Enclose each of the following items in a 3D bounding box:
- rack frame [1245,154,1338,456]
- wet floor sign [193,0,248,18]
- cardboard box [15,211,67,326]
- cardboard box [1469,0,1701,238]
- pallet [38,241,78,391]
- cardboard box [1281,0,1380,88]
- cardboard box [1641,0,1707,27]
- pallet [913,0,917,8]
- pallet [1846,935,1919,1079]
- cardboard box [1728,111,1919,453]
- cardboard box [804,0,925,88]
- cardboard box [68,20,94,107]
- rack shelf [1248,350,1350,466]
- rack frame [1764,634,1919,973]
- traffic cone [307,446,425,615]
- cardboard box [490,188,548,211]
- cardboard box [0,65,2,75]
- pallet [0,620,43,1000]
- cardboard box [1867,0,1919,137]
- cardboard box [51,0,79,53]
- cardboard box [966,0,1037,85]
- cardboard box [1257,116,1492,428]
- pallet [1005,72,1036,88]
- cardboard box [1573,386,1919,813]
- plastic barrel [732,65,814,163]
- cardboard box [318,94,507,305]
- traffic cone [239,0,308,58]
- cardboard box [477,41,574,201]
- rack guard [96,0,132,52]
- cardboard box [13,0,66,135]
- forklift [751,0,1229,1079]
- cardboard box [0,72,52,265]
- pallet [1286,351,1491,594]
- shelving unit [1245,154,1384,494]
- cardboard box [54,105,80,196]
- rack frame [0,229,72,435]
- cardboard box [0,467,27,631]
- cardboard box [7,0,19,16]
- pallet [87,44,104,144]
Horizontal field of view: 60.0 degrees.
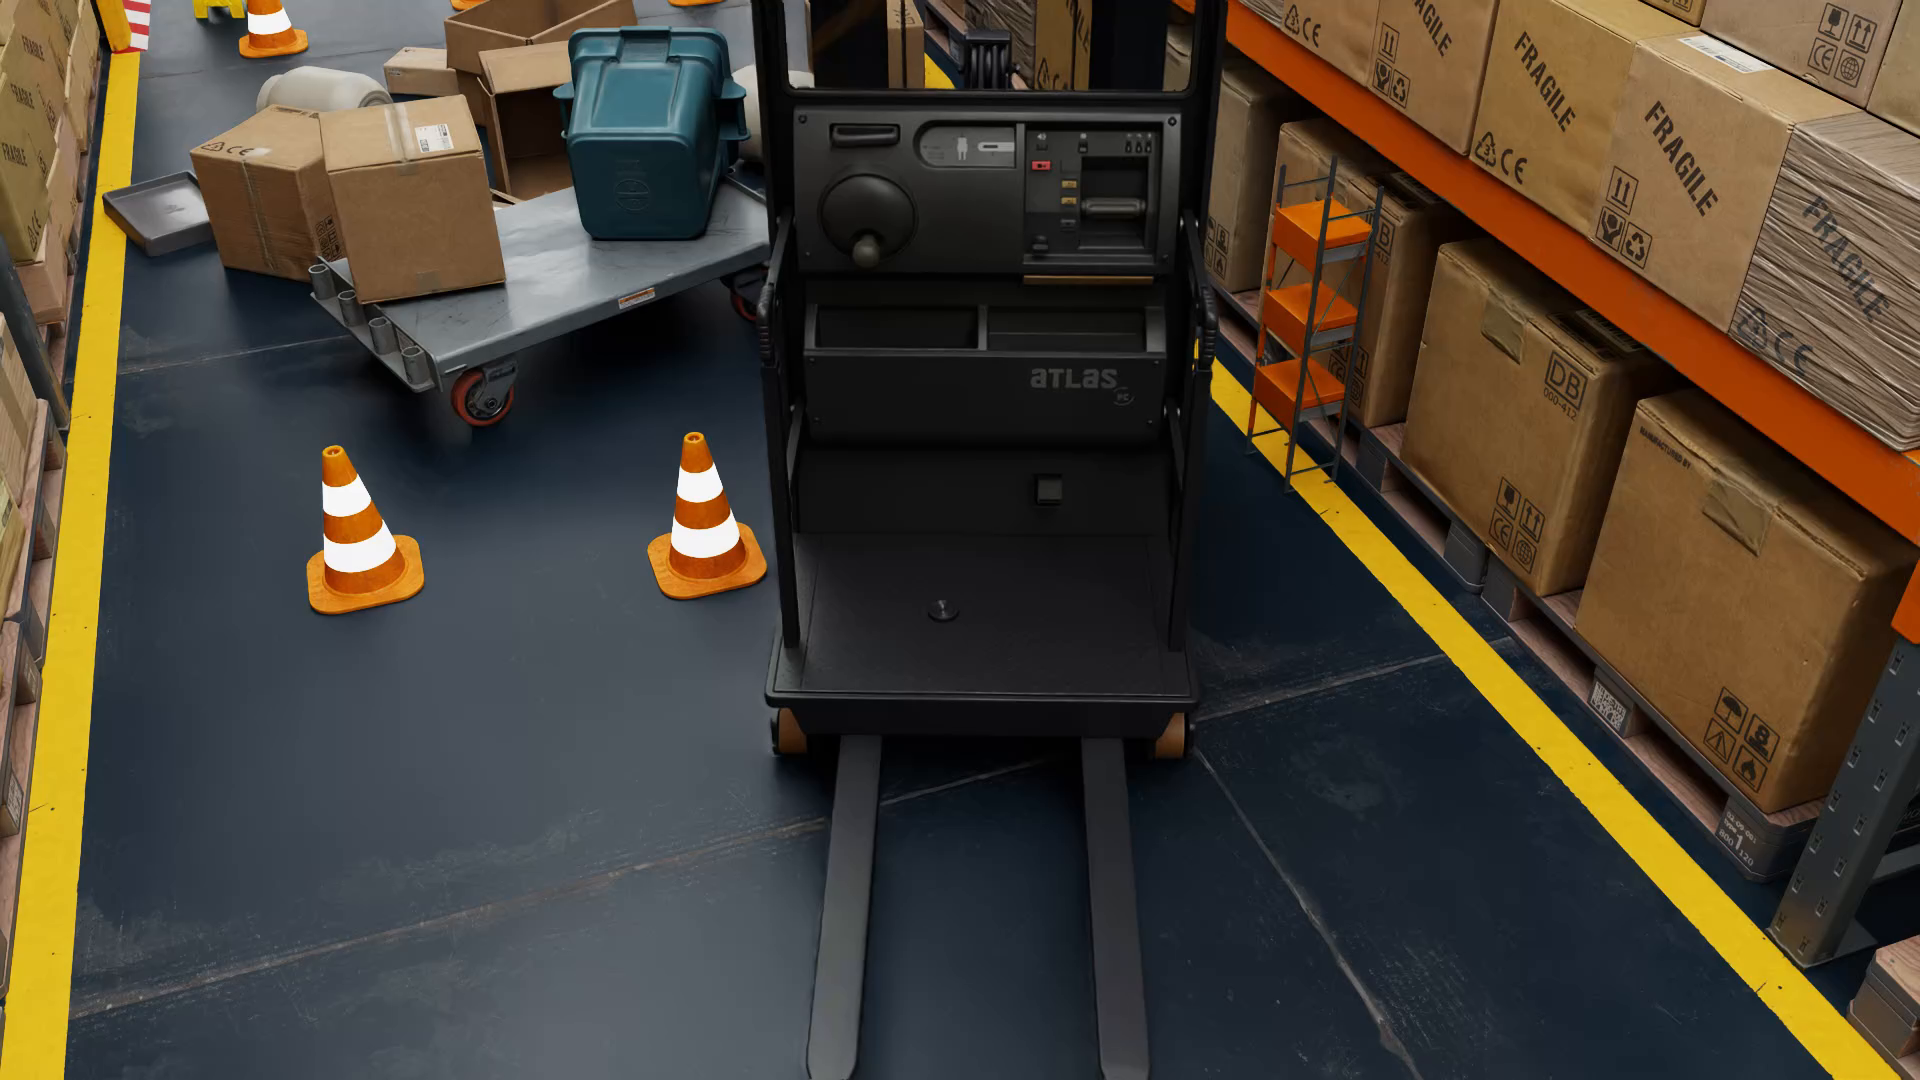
[{"bbox_3d":[1.058,-0.730,5.347,0.200,1.050,0.008,-14,39,-18],"label":"rack frame"},{"bbox_3d":[-4.002,-3.148,8.893,0.267,0.644,0.232,0,37,0],"label":"wet floor sign"},{"bbox_3d":[-3.515,-0.959,5.966,0.500,0.250,0.500,-14,39,-18],"label":"cardboard box"},{"bbox_3d":[1.675,-1.125,4.168,0.500,0.500,0.500,-13,39,-17],"label":"cardboard box"},{"bbox_3d":[-3.829,-0.758,6.081,1.003,0.211,1.213,-12,39,-16],"label":"pallet"},{"bbox_3d":[1.320,-1.701,4.932,0.500,0.500,0.500,-13,39,-16],"label":"cardboard box"},{"bbox_3d":[1.925,-1.592,3.956,0.700,0.500,0.500,-13,39,-17],"label":"cardboard box"},{"bbox_3d":[0.020,-3.292,9.445,1.003,0.211,1.213,-12,39,-16],"label":"pallet"},{"bbox_3d":[2.692,1.233,3.437,1.003,0.211,1.213,-12,39,-16],"label":"pallet"},{"bbox_3d":[2.017,-0.561,3.419,0.500,0.500,0.500,-12,39,-16],"label":"cardboard box"},{"bbox_3d":[-0.450,-2.249,7.818,0.500,0.500,0.500,-6,37,-8],"label":"cardboard box"},{"bbox_3d":[-4.240,-2.134,7.526,0.500,0.250,0.500,-12,39,-16],"label":"cardboard box"},{"bbox_3d":[1.105,-0.432,5.430,0.215,0.259,0.240,-14,39,-18],"label":"rack shelf"},{"bbox_3d":[2.424,-0.322,3.185,1.000,3.000,0.127,-12,39,-16],"label":"rack frame"},{"bbox_3d":[-1.824,-0.076,4.966,0.336,0.463,0.334,-12,39,-16],"label":"traffic cone"},{"bbox_3d":[-1.830,-1.312,6.772,0.396,0.266,0.258,19,41,23],"label":"cardboard box"},{"bbox_3d":[-3.501,-1.600,5.655,0.380,0.149,0.250,-12,39,-15],"label":"cardboard box"},{"bbox_3d":[-2.872,0.744,4.087,1.003,0.211,1.213,-12,39,-16],"label":"pallet"},{"bbox_3d":[2.279,-1.017,3.193,0.700,0.500,0.500,-13,39,-16],"label":"cardboard box"},{"bbox_3d":[-4.238,-2.436,7.304,0.500,0.500,0.500,-11,38,-14],"label":"cardboard box"},{"bbox_3d":[0.583,-2.779,7.863,0.875,0.875,0.875,-12,39,-16],"label":"cardboard box"},{"bbox_3d":[1.674,-0.973,5.570,1.050,0.750,0.750,-12,39,-16],"label":"cardboard box"},{"bbox_3d":[0.860,-1.914,7.615,1.003,0.211,1.213,-12,39,-16],"label":"pallet"},{"bbox_3d":[2.299,0.046,4.217,1.050,0.750,0.750,-13,39,-17],"label":"cardboard box"},{"bbox_3d":[-0.783,-1.876,7.389,0.512,0.421,0.421,12,39,16],"label":"plastic barrel"},{"bbox_3d":[-1.904,-1.189,5.784,0.500,0.500,0.500,-12,39,-16],"label":"cardboard box"},{"bbox_3d":[-3.582,-2.770,8.543,0.336,0.463,0.334,-12,39,-16],"label":"traffic cone"},{"bbox_3d":[-1.630,-1.822,7.138,0.797,0.637,0.503,-12,39,-16],"label":"cardboard box"},{"bbox_3d":[-4.915,-2.718,8.443,1.175,0.500,0.348,-12,39,-16],"label":"rack guard"},{"bbox_3d":[-3.887,-1.851,6.528,0.500,0.500,0.500,-10,38,-14],"label":"cardboard box"},{"bbox_3d":[0.063,-0.775,3.843,1.130,2.935,3.031,1,37,1],"label":"forklift"},{"bbox_3d":[-3.515,-1.258,5.740,0.500,0.500,0.500,-11,38,-14],"label":"cardboard box"},{"bbox_3d":[1.808,-0.357,5.549,1.003,0.211,1.213,-12,39,-16],"label":"pallet"},{"bbox_3d":[1.105,-0.662,5.257,0.215,1.050,0.252,-14,39,-18],"label":"shelving unit"},{"bbox_3d":[-3.894,-1.557,6.760,0.500,0.250,0.500,-13,39,-17],"label":"cardboard box"},{"bbox_3d":[-3.565,-1.500,4.748,1.000,3.000,0.127,-12,39,-16],"label":"rack frame"},{"bbox_3d":[-3.132,0.083,4.481,0.950,0.372,0.625,-10,38,-13],"label":"cardboard box"},{"bbox_3d":[-3.775,-2.042,6.241,0.380,0.149,0.250,-10,38,-13],"label":"cardboard box"},{"bbox_3d":[-4.669,-2.137,7.911,1.003,0.211,1.213,-12,39,-16],"label":"pallet"}]
